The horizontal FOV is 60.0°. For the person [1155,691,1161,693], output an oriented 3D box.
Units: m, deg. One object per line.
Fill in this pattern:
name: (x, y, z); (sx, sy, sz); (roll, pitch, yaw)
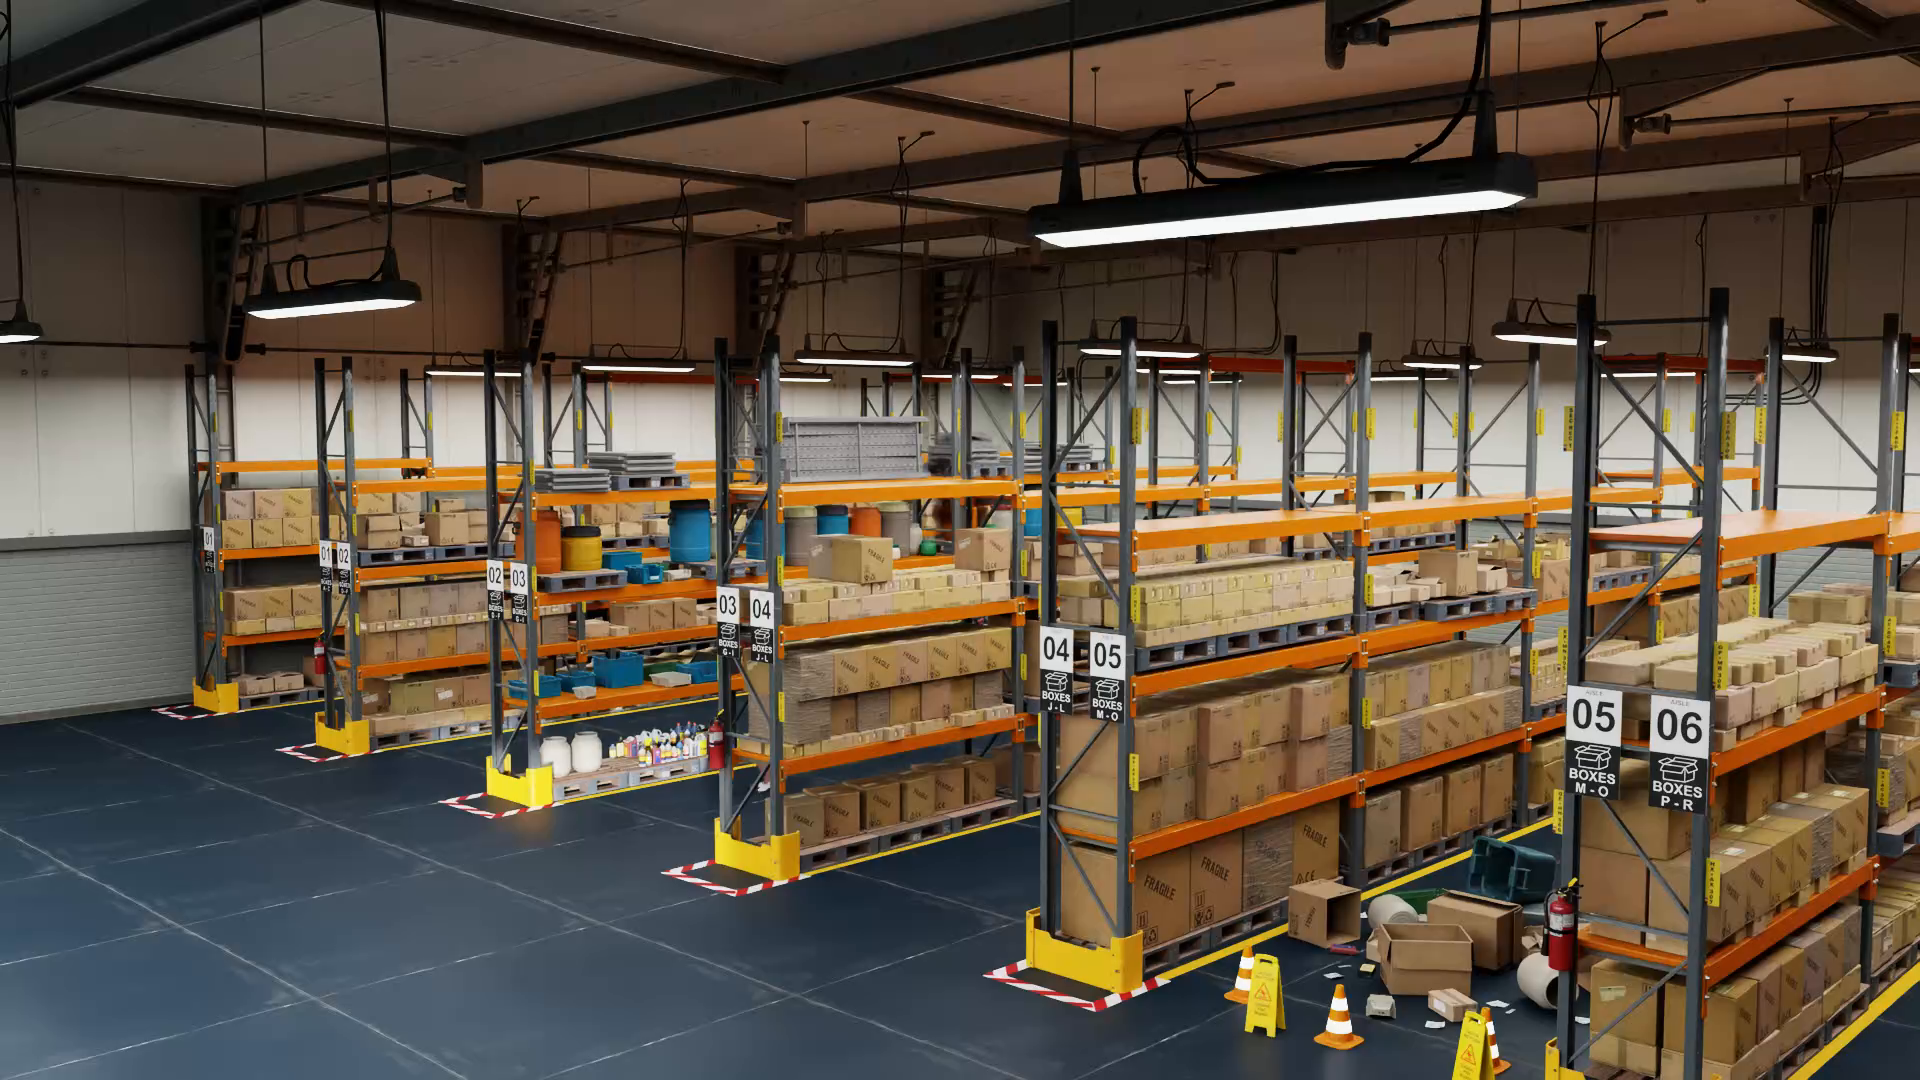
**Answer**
person: (2.591, 2.618, 21.771); (0.580, 1.783, 0.644); (-2, 5, -19)

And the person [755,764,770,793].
person: (-2.634, 2.588, 22.782); (0.375, 1.699, 0.490); (1, 4, 12)
